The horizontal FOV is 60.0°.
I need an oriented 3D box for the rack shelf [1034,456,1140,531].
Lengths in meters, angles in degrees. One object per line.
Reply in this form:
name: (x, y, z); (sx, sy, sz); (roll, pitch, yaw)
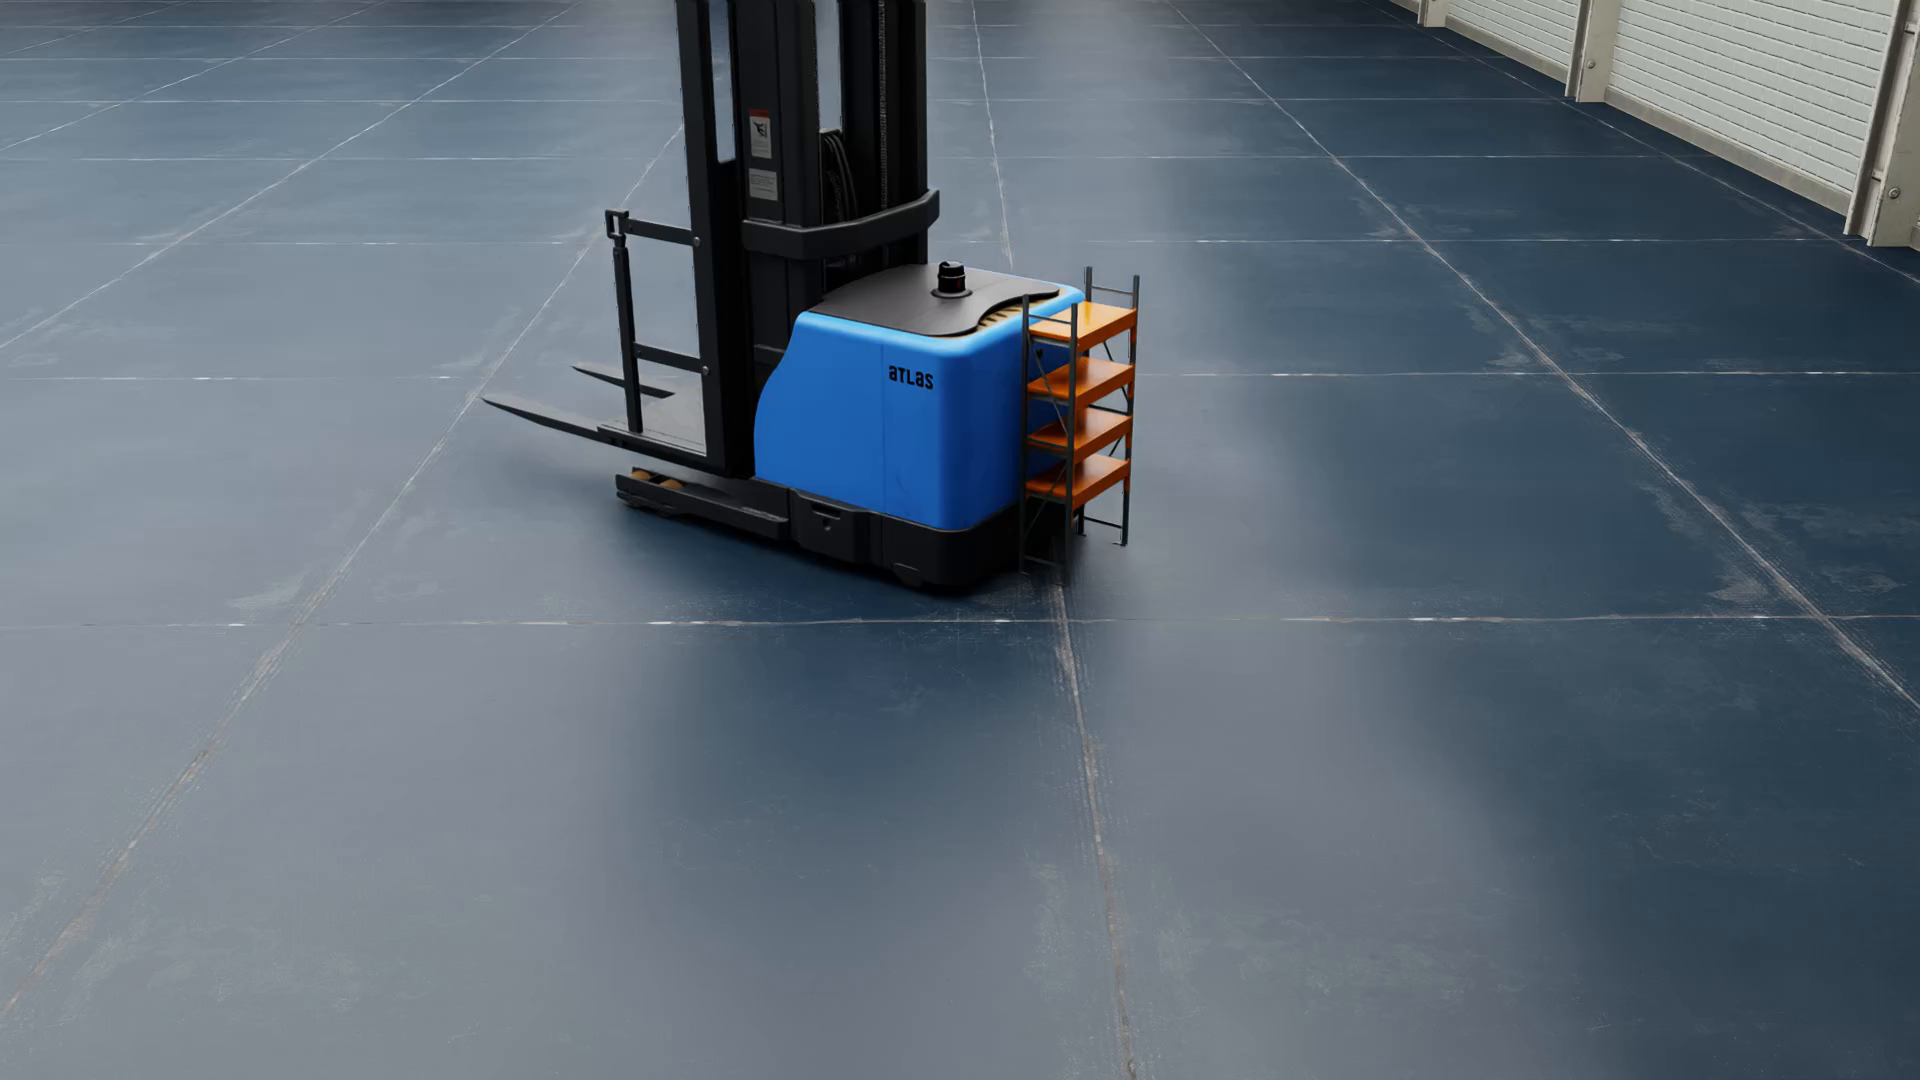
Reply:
rack shelf: (0.518, -0.212, 6.908); (0.258, 0.148, 0.480); (16, 29, 31)

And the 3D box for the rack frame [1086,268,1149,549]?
rack frame: (0.655, -0.537, 6.982); (0.240, 1.200, 0.015); (16, 29, 31)

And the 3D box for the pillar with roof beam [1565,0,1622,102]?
pillar with roof beam: (2.294, -8.737, 15.647); (9.100, 9.000, 0.400); (0, 24, -1)

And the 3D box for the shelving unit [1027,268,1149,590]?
shelving unit: (0.518, -0.454, 6.798); (0.258, 1.200, 0.503); (16, 29, 31)

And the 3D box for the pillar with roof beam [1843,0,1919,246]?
pillar with roof beam: (2.360, -6.264, 10.180); (9.100, 9.000, 0.400); (0, 24, -1)

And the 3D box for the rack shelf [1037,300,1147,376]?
rack shelf: (0.518, -0.812, 6.636); (0.258, 0.148, 0.480); (16, 29, 31)

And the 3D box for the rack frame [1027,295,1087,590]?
rack frame: (0.380, -0.371, 6.614); (0.240, 1.200, 0.015); (16, 29, 31)

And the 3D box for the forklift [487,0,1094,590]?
forklift: (-0.918, -1.589, 7.207); (3.031, 2.935, 1.130); (16, 29, 31)

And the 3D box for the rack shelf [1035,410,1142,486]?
rack shelf: (0.518, -0.393, 6.826); (0.258, 0.148, 0.480); (16, 29, 31)

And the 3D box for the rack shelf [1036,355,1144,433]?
rack shelf: (0.518, -0.597, 6.734); (0.258, 0.148, 0.480); (16, 29, 31)

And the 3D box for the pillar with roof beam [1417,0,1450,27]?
pillar with roof beam: (2.229, -11.209, 21.113); (9.100, 9.000, 0.400); (0, 24, -1)
